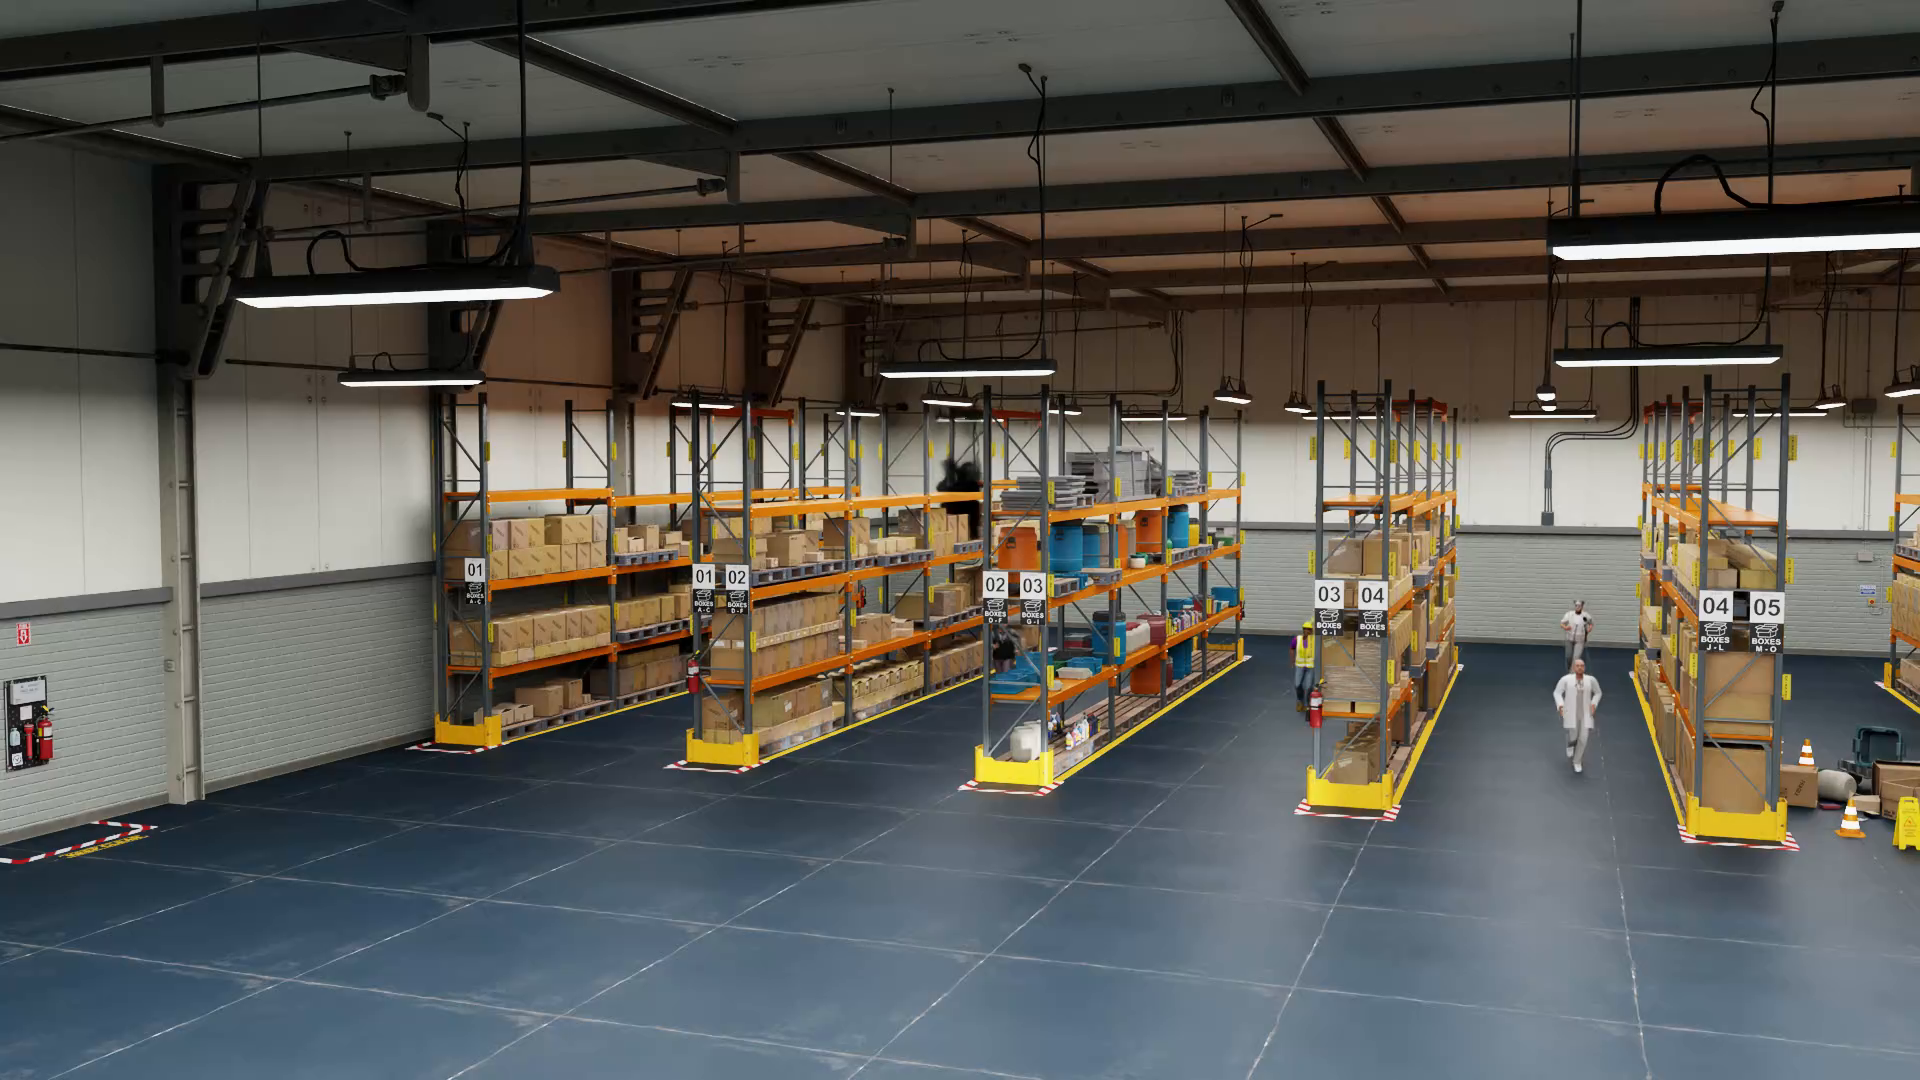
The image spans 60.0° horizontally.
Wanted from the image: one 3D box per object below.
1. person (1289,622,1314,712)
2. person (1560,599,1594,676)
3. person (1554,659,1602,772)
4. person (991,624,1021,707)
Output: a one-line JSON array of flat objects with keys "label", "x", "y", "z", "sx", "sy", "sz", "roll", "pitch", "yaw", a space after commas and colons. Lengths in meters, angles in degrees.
[{"label": "person", "x": 6.601, "y": 2.434, "z": 31.774, "sx": 0.675, "sy": 1.742, "sz": 0.654, "roll": 1, "pitch": 3, "yaw": 18}, {"label": "person", "x": 13.456, "y": 2.190, "z": 36.301, "sx": 0.668, "sy": 1.804, "sz": 0.900, "roll": 2, "pitch": 3, "yaw": 26}, {"label": "person", "x": 9.767, "y": 2.755, "z": 26.282, "sx": 0.724, "sy": 1.750, "sz": 0.653, "roll": 1, "pitch": 3, "yaw": 13}, {"label": "person", "x": 0.858, "y": 2.399, "z": 32.945, "sx": 0.678, "sy": 1.764, "sz": 0.843, "roll": 0, "pitch": 3, "yaw": 6}]
